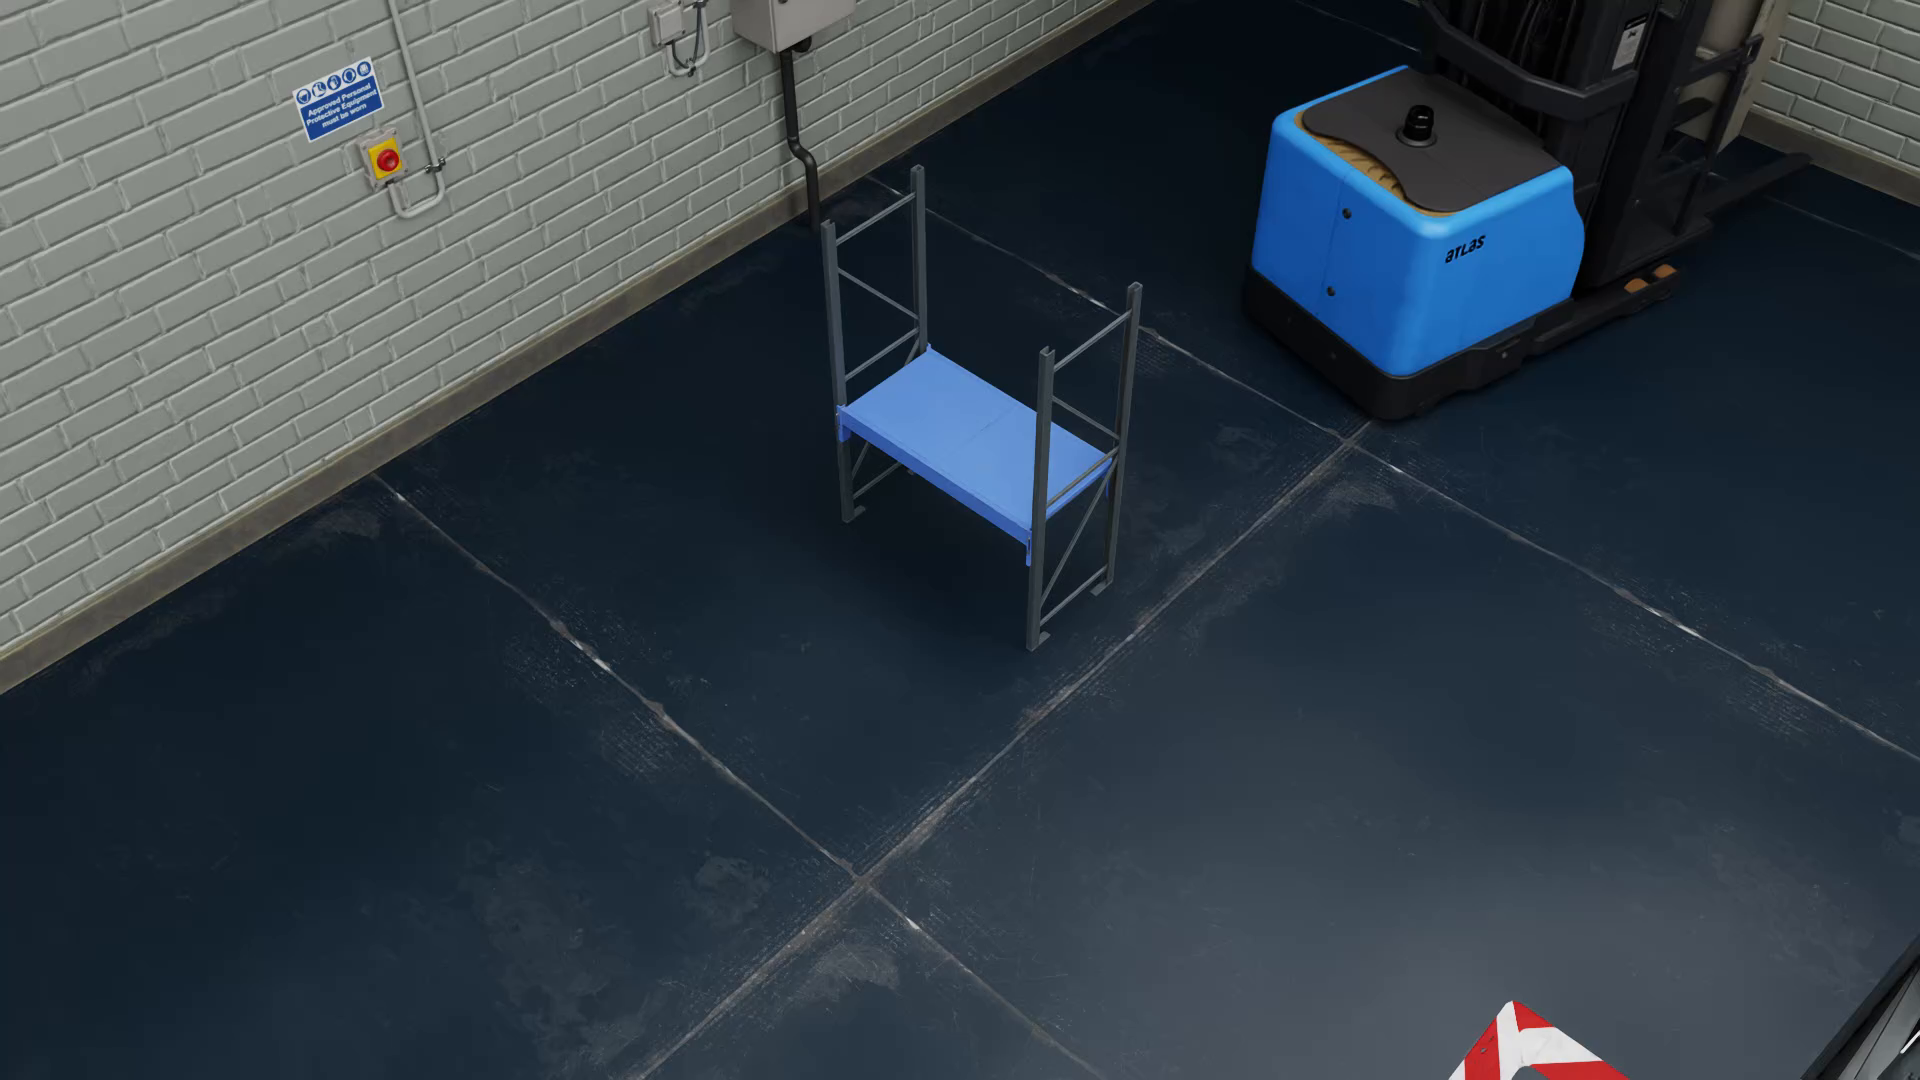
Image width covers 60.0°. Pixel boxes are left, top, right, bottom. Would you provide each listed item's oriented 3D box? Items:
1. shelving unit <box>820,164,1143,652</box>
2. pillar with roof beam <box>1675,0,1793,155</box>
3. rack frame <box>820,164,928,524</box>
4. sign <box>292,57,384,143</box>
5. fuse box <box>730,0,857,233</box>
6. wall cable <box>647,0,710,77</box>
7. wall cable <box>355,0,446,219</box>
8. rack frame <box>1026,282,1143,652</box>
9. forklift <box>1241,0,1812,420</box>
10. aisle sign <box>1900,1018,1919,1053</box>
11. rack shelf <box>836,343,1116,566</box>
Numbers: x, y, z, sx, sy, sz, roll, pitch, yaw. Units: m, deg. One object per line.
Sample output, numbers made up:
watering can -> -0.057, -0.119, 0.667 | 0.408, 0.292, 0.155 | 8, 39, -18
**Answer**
shelving unit -> 0.063, -0.471, 6.272 | 1.048, 1.500, 0.538 | 34, 55, 28
pillar with roof beam -> 1.019, -2.978, 3.482 | 0.400, 9.000, 9.100 | 34, 55, 28
rack frame -> -0.311, -0.723, 6.508 | 0.032, 1.500, 0.500 | 34, 55, 28
sign -> -2.292, -1.626, 6.143 | 0.001, 0.218, 0.327 | 34, 55, 28
fuse box -> -0.682, -2.142, 7.696 | 0.414, 1.711, 0.539 | 34, 55, 28
wall cable -> -1.261, -2.643, 6.586 | 0.122, 1.984, 0.588 | 34, 55, 28
wall cable -> -2.214, -1.888, 5.855 | 0.123, 1.953, 0.585 | 34, 55, 28
rack frame -> 0.436, -0.220, 6.036 | 0.032, 1.500, 0.500 | 34, 55, 28
forklift -> 2.833, -2.370, 7.074 | 3.031, 2.935, 1.130 | -25, 52, -22
aisle sign -> 1.695, 0.476, 2.571 | 0.004, 0.787, 0.394 | 34, 55, 28
rack shelf -> 0.063, -0.348, 6.403 | 1.000, 0.185, 0.538 | 34, 55, 28
